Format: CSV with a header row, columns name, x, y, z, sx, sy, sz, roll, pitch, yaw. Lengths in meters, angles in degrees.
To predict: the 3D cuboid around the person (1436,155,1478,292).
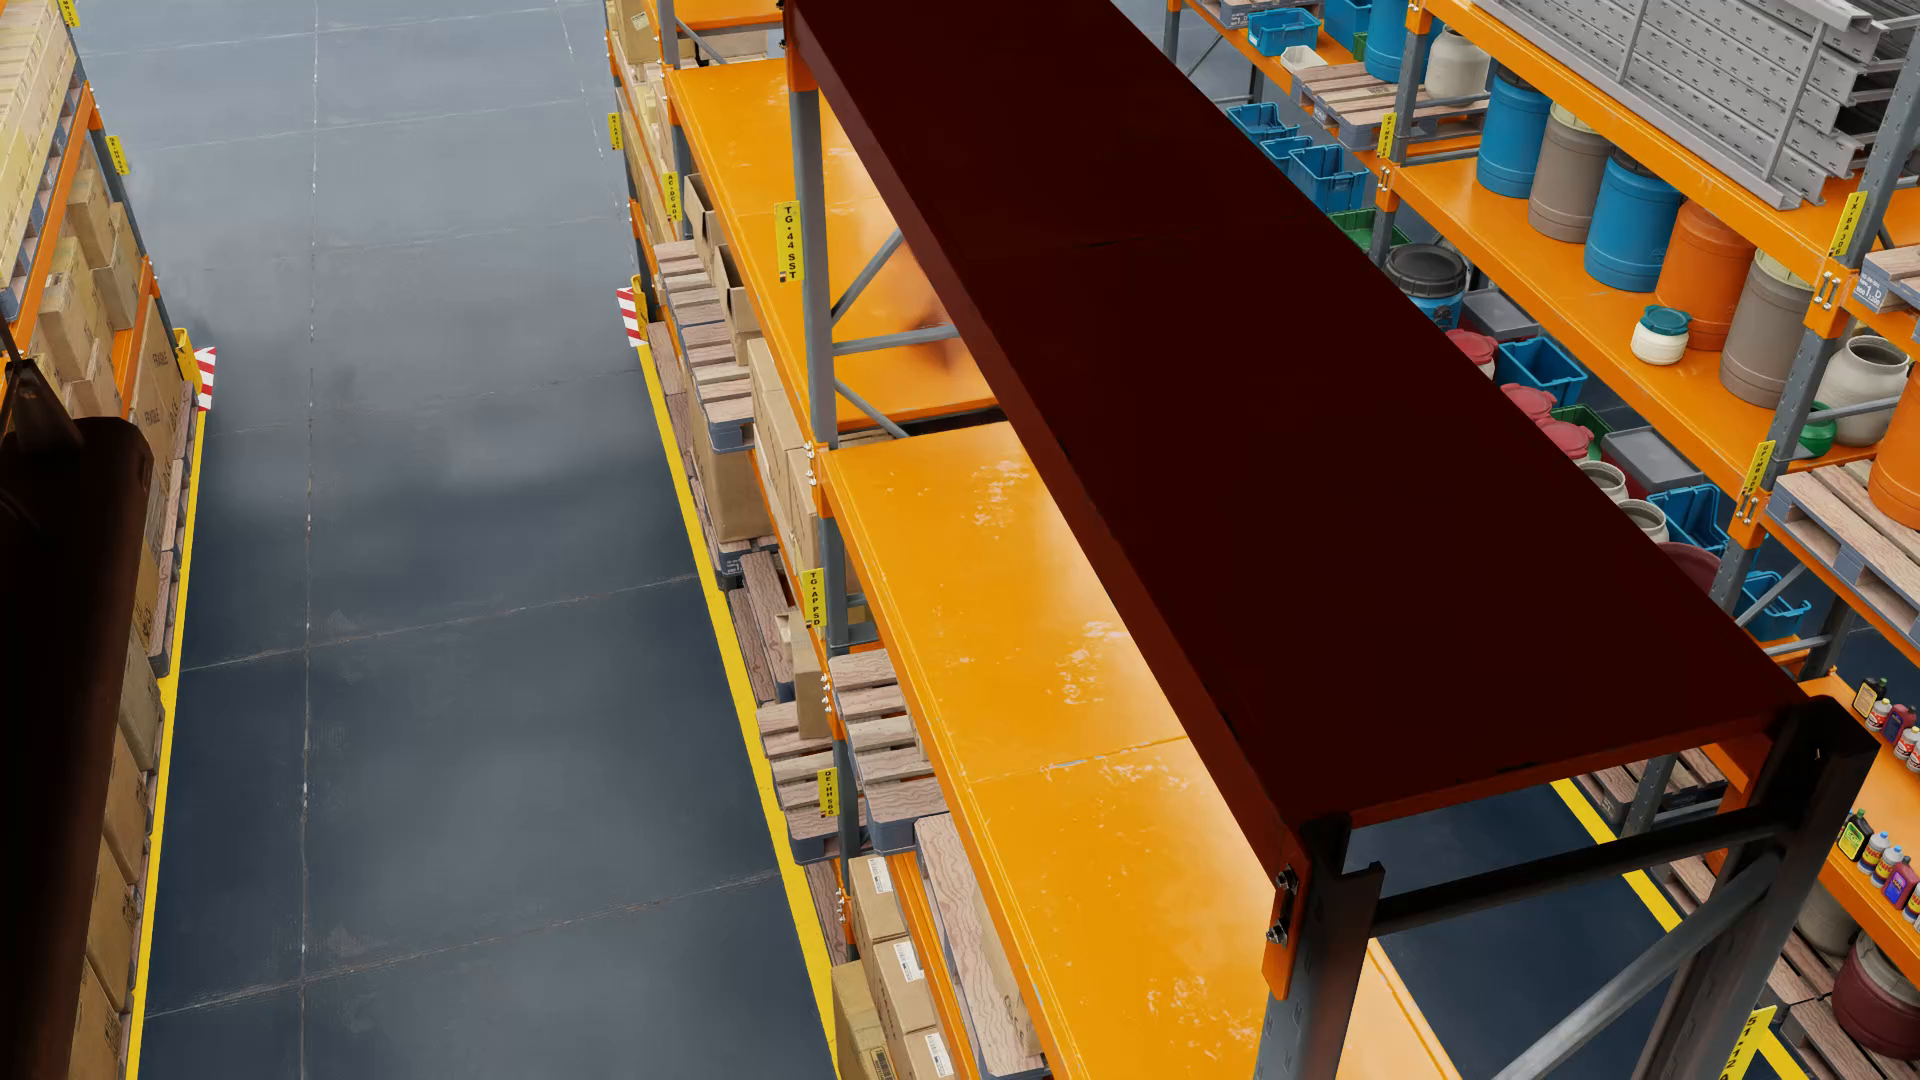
name,x,y,z,sx,sy,sz,roll,pitch,yaw
person,4.586,-2.968,15.223,0.592,1.647,0.907,-13,40,-16
